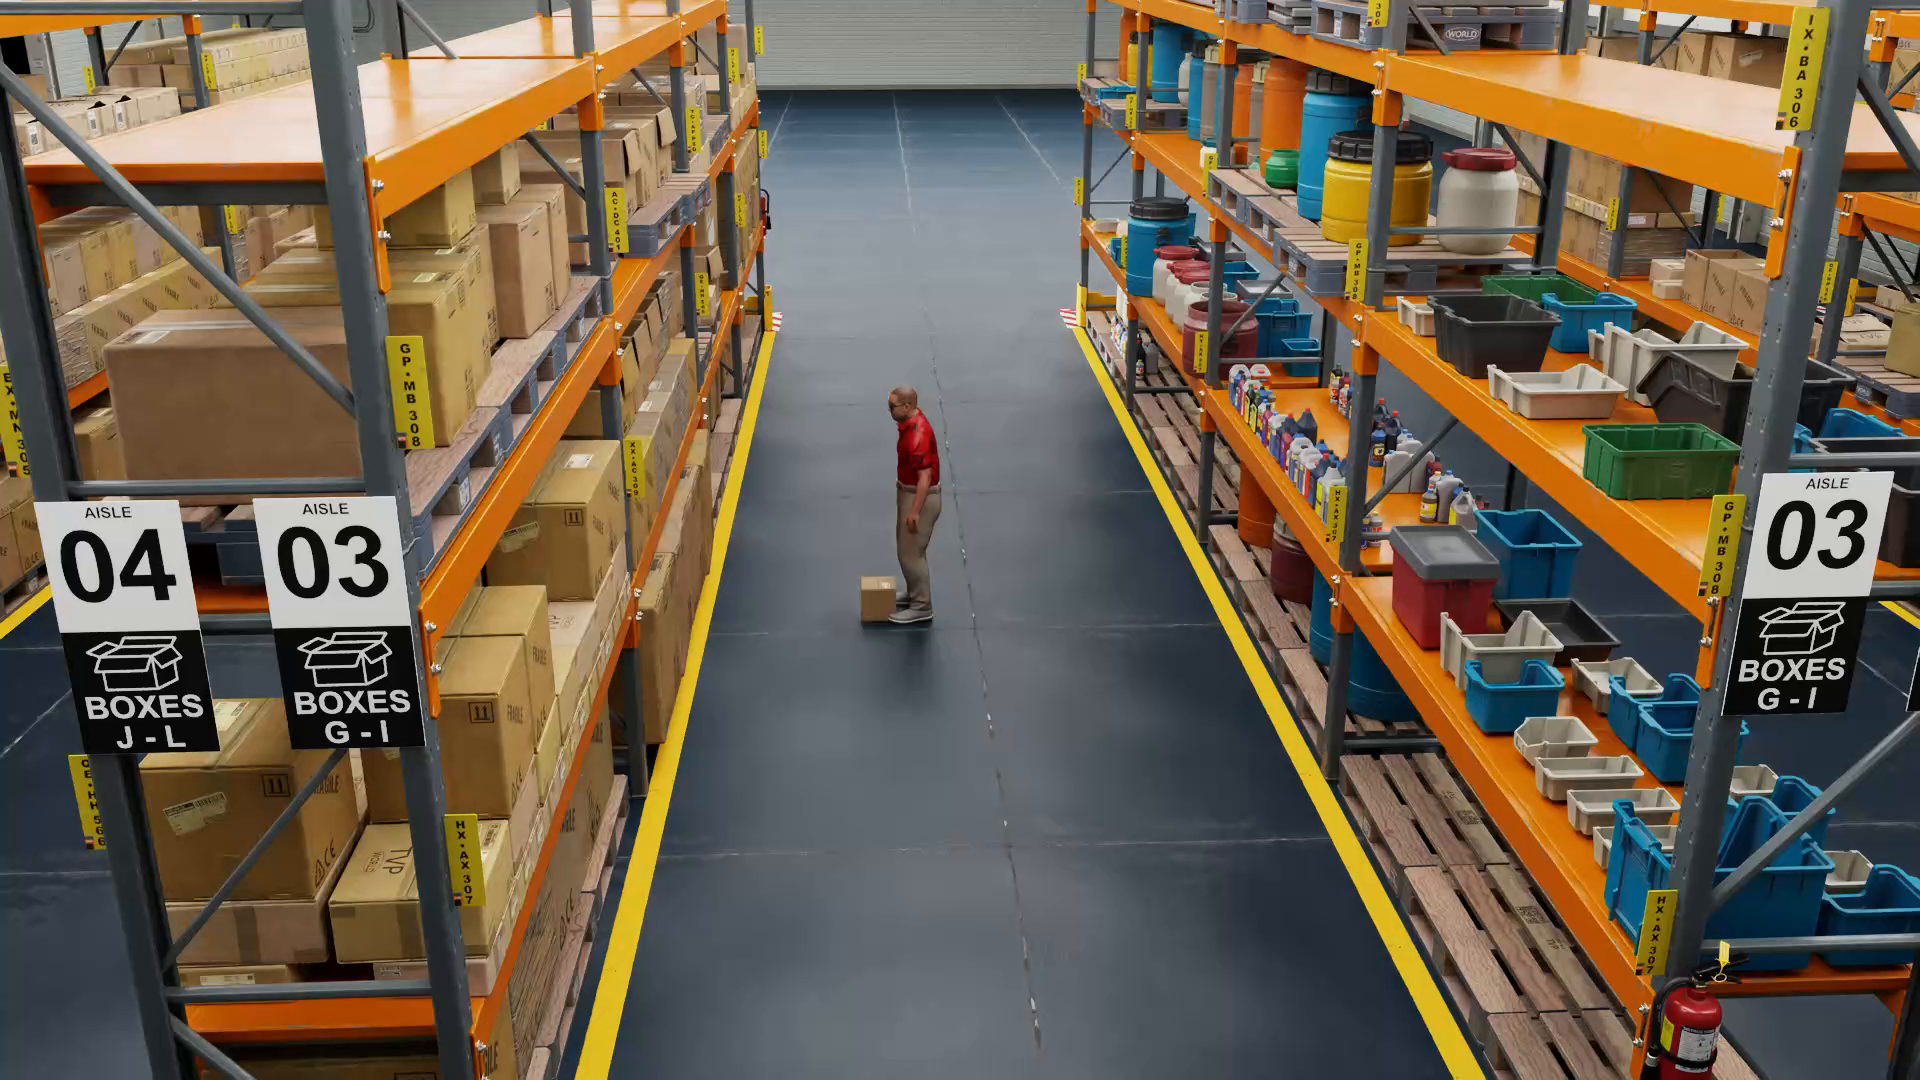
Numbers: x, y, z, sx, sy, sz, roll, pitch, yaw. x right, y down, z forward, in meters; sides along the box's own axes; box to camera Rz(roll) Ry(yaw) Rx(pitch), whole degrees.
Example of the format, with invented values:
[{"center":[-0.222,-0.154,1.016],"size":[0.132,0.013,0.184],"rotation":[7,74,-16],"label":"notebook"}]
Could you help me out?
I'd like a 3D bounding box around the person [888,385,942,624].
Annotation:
[{"center":[-0.337,-0.273,11.837],"size":[0.397,1.726,0.600],"rotation":[-2,20,-6],"label":"person"}]
